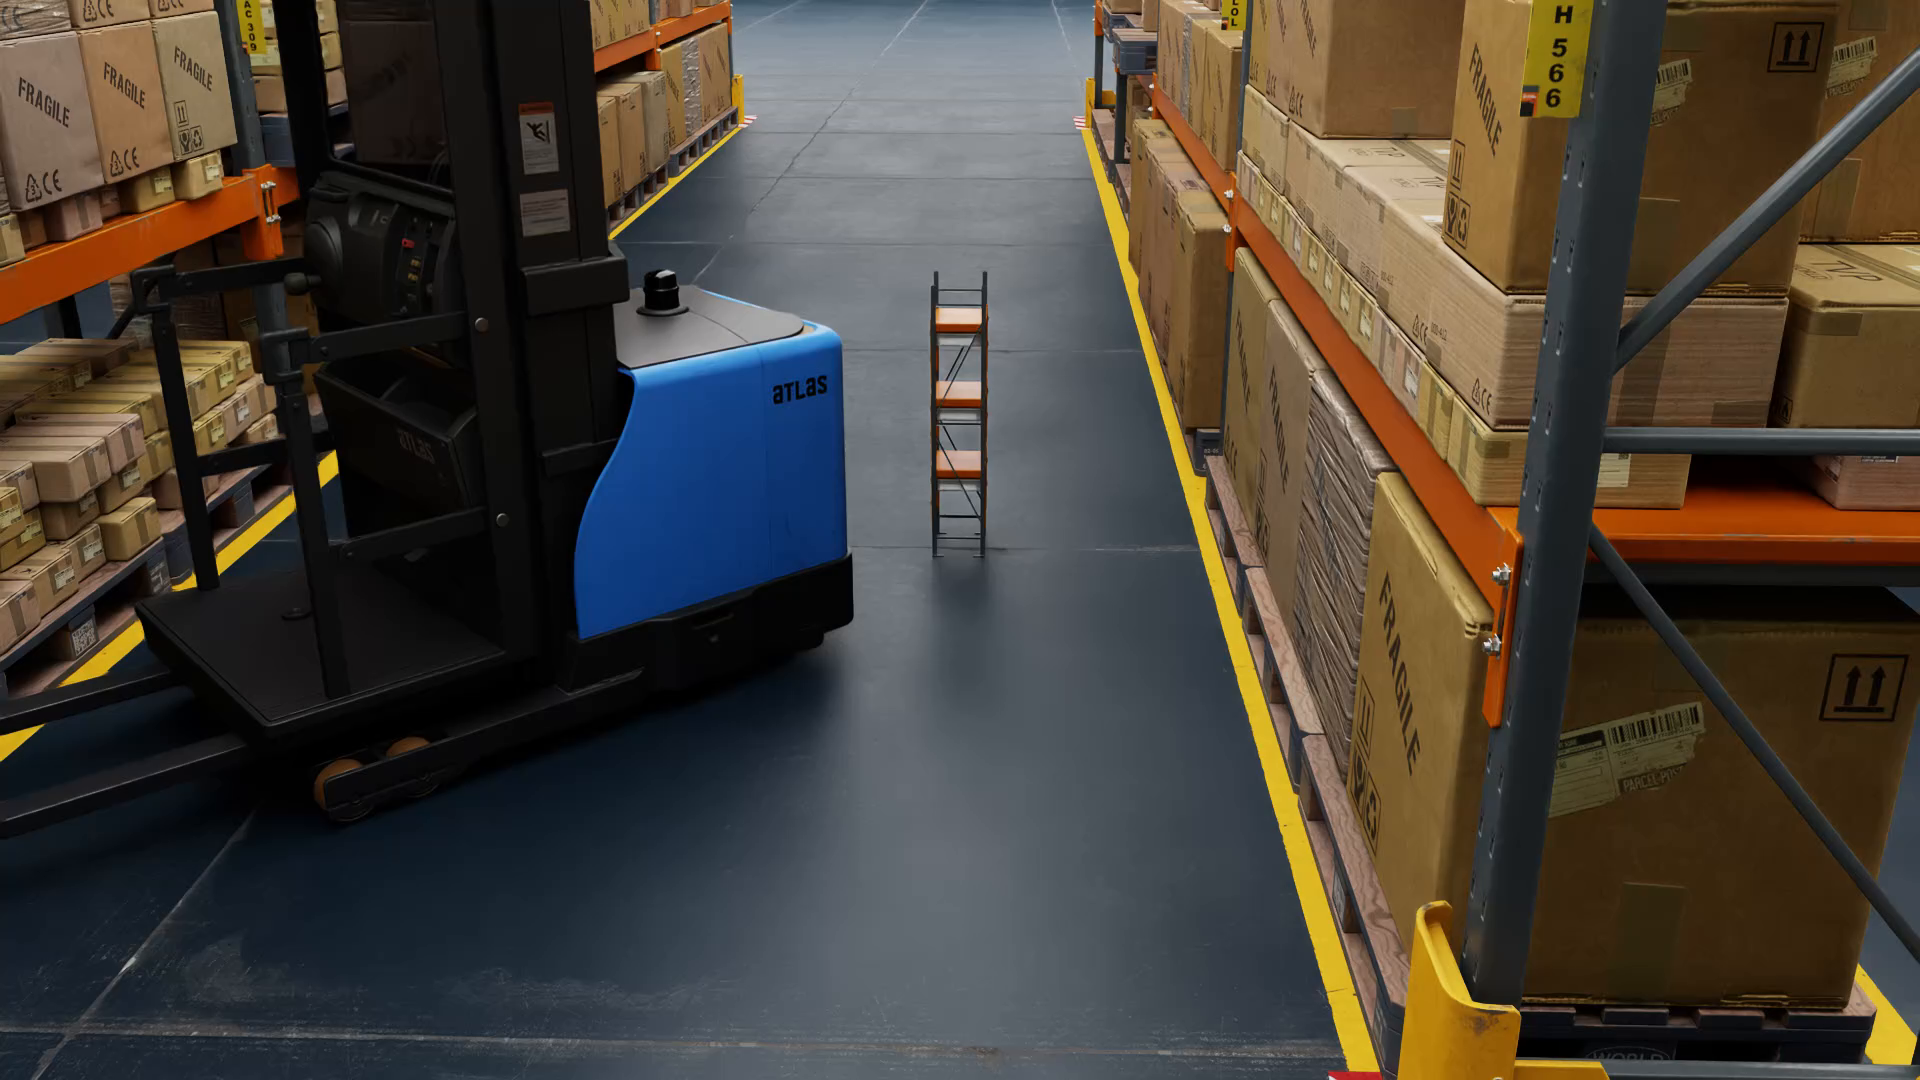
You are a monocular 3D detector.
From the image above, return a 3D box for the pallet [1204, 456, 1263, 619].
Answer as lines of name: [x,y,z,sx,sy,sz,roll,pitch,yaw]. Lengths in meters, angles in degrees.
pallet: [1.493,-0.029,6.311,1.003,0.211,1.213,1,21,2]

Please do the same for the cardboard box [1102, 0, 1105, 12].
cardboard box: [1.570,-5.183,16.087,0.380,0.149,0.250,1,21,2]

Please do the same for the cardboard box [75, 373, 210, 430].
cardboard box: [-3.079,-0.524,6.270,0.380,0.149,0.250,0,21,1]

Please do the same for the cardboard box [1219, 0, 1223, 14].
cardboard box: [1.642,-2.821,8.128,0.797,0.503,0.637,1,21,3]

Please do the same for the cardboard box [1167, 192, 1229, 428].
cardboard box: [1.594,-1.040,7.419,1.225,0.875,0.875,1,21,2]

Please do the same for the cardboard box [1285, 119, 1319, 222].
cardboard box: [1.288,-1.137,5.110,0.500,0.250,0.500,1,21,3]

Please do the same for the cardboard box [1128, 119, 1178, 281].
cardboard box: [1.675,-2.005,9.907,1.225,0.875,0.875,0,21,-1]

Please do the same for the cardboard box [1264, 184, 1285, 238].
cardboard box: [1.232,-1.097,5.557,0.380,0.149,0.250,0,21,0]

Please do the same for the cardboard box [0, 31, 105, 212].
cardboard box: [-3.126,-1.334,5.270,0.500,0.500,0.500,1,21,1]

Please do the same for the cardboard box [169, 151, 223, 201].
cardboard box: [-3.033,-1.377,6.278,0.380,0.149,0.250,0,21,0]

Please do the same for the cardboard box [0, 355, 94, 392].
cardboard box: [-3.645,-0.617,6.510,0.380,0.149,0.250,2,21,4]

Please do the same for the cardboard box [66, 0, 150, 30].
cardboard box: [-3.114,-1.985,5.568,0.500,0.500,0.500,0,21,0]

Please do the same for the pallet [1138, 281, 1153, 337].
pallet: [1.617,-1.465,10.013,1.003,0.211,1.213,1,21,2]

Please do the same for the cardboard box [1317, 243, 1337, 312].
cardboard box: [1.202,-0.725,4.597,0.380,0.149,0.250,1,21,3]

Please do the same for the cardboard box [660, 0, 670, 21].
cardboard box: [-3.123,-4.989,15.033,0.875,0.550,0.550,1,21,2]

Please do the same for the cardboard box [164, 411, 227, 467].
cardboard box: [-3.038,-0.387,6.329,0.380,0.149,0.250,0,21,0]

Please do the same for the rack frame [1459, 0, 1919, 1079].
rack frame: [1.470,-0.157,2.786,0.949,2.616,0.053,1,21,2]

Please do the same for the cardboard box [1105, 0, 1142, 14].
cardboard box: [1.674,-4.685,13.047,1.000,1.000,1.000,1,21,2]

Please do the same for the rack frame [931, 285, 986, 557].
rack frame: [-0.005,-0.426,6.175,0.200,1.050,0.008,1,21,2]

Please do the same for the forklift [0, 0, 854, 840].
forklift: [-1.798,-0.810,4.566,3.031,2.935,1.130,-18,27,-38]

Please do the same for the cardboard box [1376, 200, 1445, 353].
cardboard box: [1.239,-0.587,3.691,0.500,0.250,0.500,0,21,1]

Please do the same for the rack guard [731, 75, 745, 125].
rack guard: [-2.994,-4.876,18.405,1.175,0.500,0.348,1,21,2]

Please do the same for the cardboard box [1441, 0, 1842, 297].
cardboard box: [1.225,-0.754,3.085,0.500,0.500,0.500,1,21,2]

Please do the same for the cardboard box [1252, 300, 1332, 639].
cardboard box: [1.467,-0.245,5.370,0.875,0.875,0.875,1,21,2]

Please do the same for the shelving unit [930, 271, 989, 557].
shelving unit: [-0.002,-0.470,6.289,0.215,1.050,0.252,1,21,2]

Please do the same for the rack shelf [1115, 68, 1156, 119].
rack shelf: [1.777,-3.437,12.234,1.077,0.370,4.000,1,21,2]

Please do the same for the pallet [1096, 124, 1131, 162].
pallet: [1.857,-3.881,16.239,1.003,0.211,1.213,1,21,2]

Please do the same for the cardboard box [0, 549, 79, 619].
cardboard box: [-3.112,0.140,5.381,0.380,0.149,0.250,1,21,2]

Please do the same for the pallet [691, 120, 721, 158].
pallet: [-2.981,-4.003,16.553,1.003,0.211,1.213,1,21,2]

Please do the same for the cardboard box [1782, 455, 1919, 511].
cardboard box: [1.814,-0.164,3.153,0.380,0.149,0.250,1,21,2]

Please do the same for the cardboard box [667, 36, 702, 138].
cardboard box: [-3.004,-4.344,15.935,0.875,0.875,0.875,1,21,2]

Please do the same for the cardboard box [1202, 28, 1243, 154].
cardboard box: [1.358,-2.000,7.400,0.500,0.500,0.500,1,21,3]

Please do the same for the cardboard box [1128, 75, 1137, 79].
cardboard box: [1.902,-4.304,16.349,0.500,0.500,0.500,3,21,7]

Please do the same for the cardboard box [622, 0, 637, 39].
cardboard box: [-2.881,-4.259,13.220,0.500,0.500,0.500,0,21,1]

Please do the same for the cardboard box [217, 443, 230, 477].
cardboard box: [-3.123,-0.322,6.573,0.380,0.149,0.250,1,21,3]

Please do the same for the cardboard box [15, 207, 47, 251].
cardboard box: [-3.173,-0.998,5.301,0.380,0.149,0.250,0,21,1]

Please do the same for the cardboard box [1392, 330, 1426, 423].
cardboard box: [1.170,-0.357,3.650,0.380,0.149,0.250,1,21,2]

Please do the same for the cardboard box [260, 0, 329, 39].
cardboard box: [-2.888,-2.187,6.964,0.380,0.149,0.250,2,21,4]

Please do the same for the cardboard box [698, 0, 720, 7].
cardboard box: [-2.956,-5.769,17.043,0.875,0.550,0.550,1,21,2]

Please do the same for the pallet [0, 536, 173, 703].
pallet: [-3.379,0.292,5.486,1.003,0.211,1.213,1,21,2]

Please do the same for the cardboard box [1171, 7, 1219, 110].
cardboard box: [1.404,-2.551,8.819,0.500,0.500,0.500,0,21,1]

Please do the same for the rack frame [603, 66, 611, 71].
rack frame: [-3.113,-4.586,14.203,0.949,2.616,0.053,1,21,2]

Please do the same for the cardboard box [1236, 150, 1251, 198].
cardboard box: [1.253,-1.382,6.292,0.380,0.149,0.250,1,21,2]

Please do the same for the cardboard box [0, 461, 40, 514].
cardboard box: [-3.194,-0.145,5.295,0.380,0.149,0.250,1,21,2]

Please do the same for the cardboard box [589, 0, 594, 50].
cardboard box: [-2.926,-3.712,11.812,0.500,0.500,0.500,1,21,2]

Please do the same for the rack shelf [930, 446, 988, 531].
rack shelf: [-0.002,-0.201,6.394,0.215,0.259,0.240,1,21,2]

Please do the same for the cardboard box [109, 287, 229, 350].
cardboard box: [-3.589,-0.995,7.821,0.500,0.500,0.500,0,21,1]

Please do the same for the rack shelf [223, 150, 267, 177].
rack shelf: [-3.299,-2.173,8.706,0.919,0.124,3.809,1,21,2]
